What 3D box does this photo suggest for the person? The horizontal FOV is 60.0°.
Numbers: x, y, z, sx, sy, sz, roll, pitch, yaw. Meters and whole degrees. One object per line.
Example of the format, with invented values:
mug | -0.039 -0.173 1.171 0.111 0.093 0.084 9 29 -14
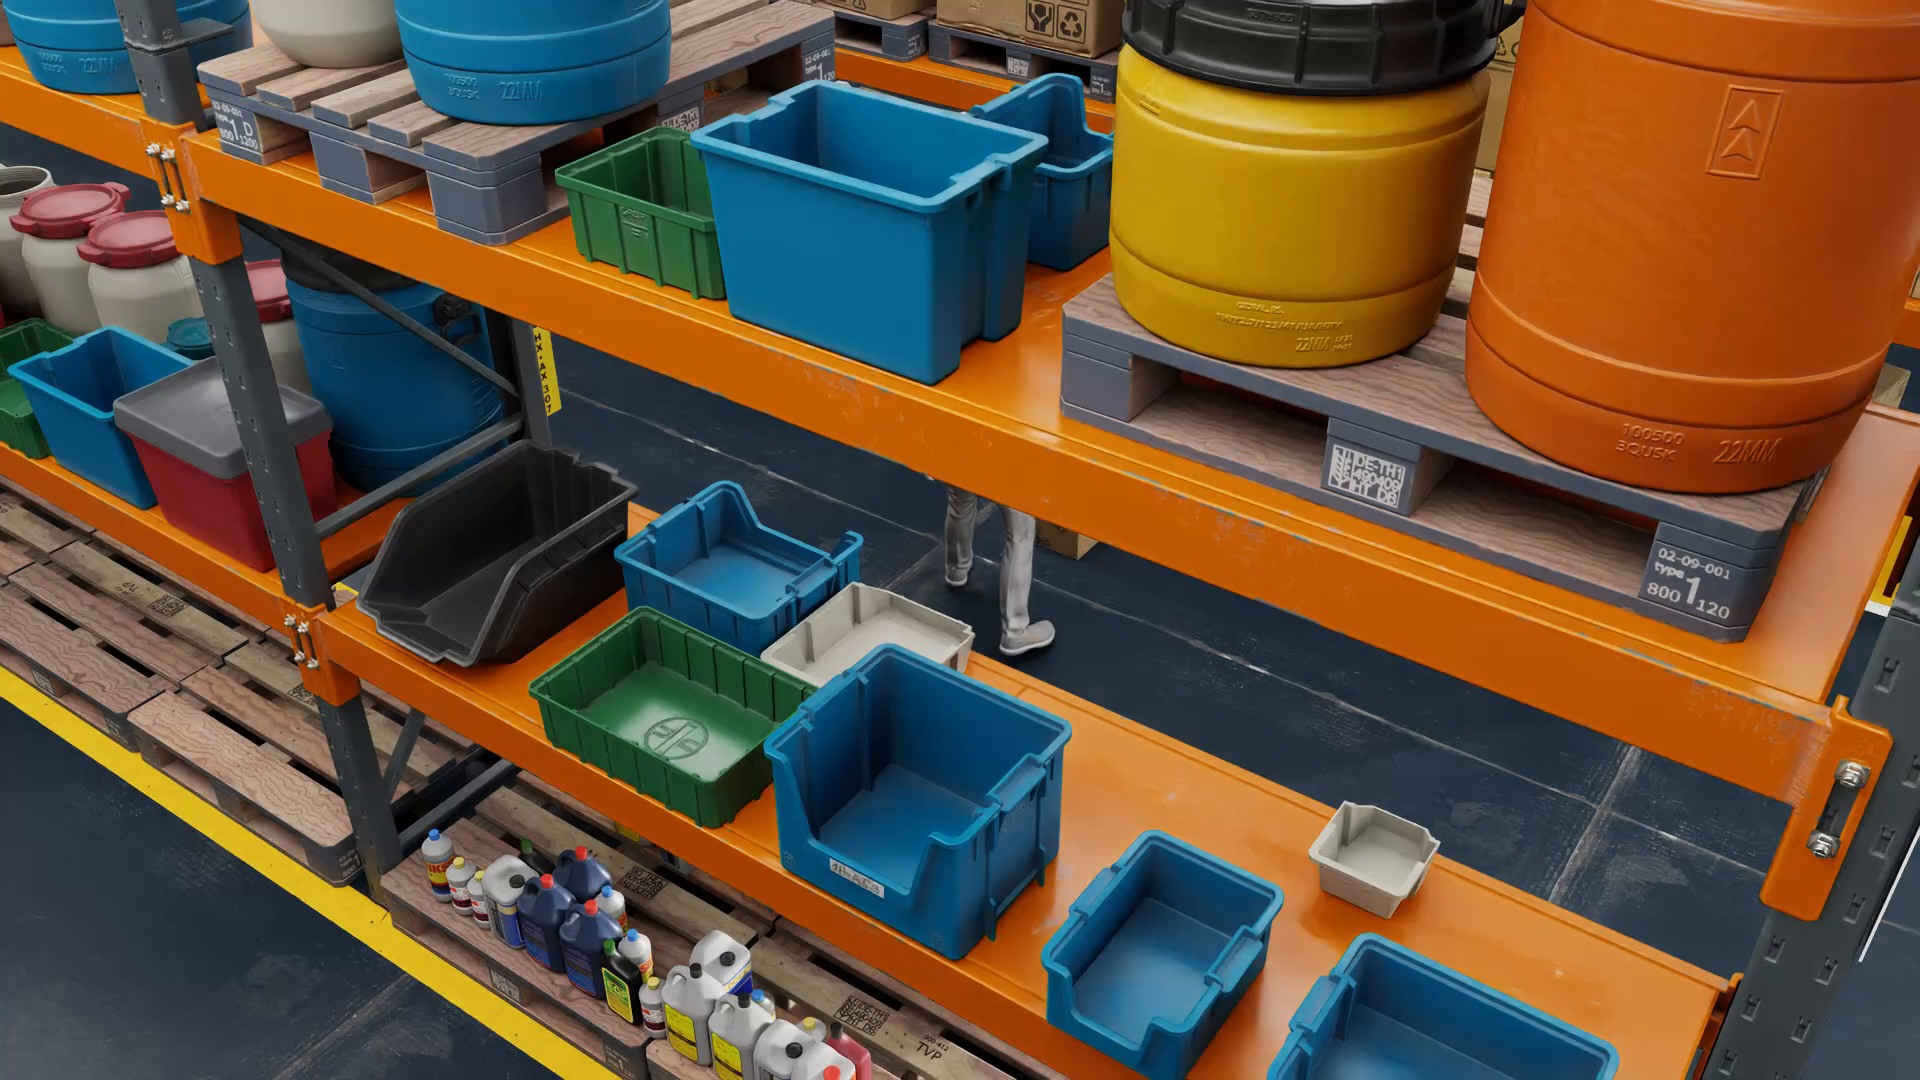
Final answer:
person | 0.144 -0.386 6.680 0.635 1.651 0.715 12 37 17
